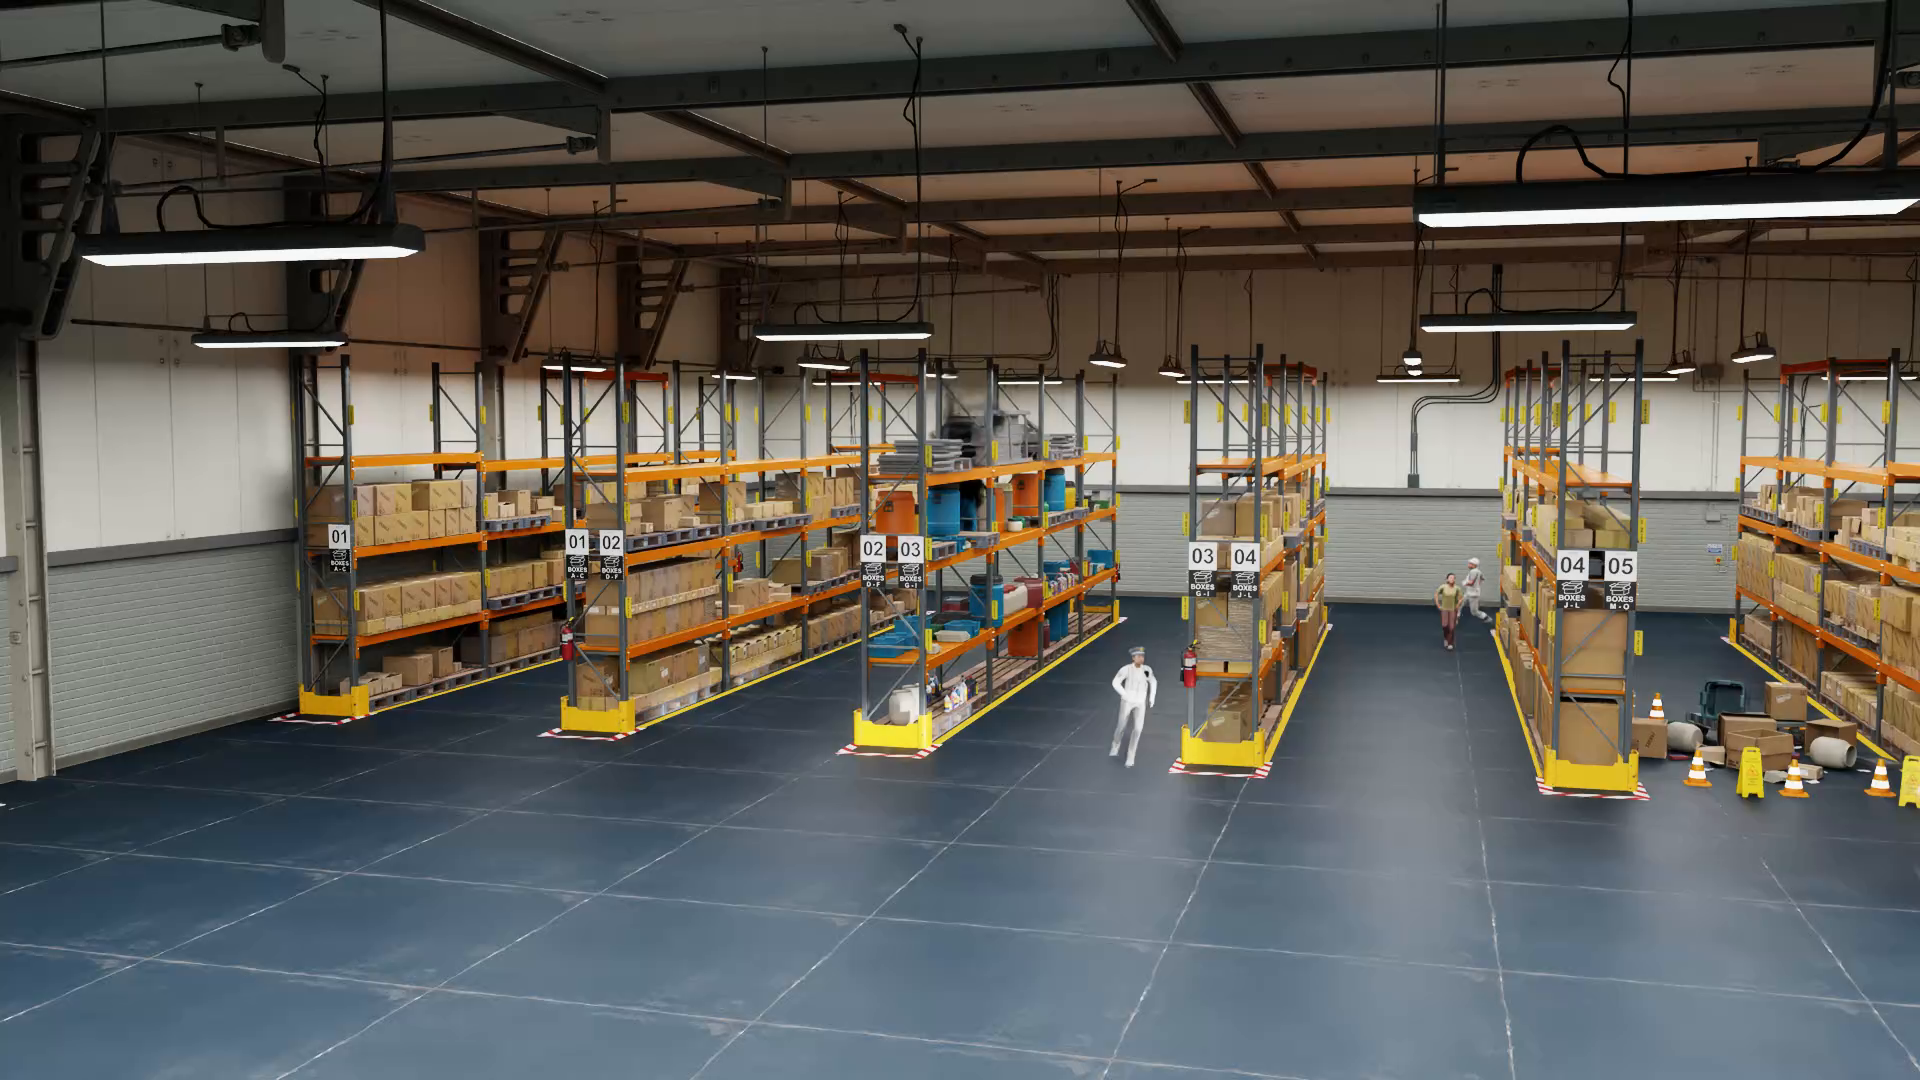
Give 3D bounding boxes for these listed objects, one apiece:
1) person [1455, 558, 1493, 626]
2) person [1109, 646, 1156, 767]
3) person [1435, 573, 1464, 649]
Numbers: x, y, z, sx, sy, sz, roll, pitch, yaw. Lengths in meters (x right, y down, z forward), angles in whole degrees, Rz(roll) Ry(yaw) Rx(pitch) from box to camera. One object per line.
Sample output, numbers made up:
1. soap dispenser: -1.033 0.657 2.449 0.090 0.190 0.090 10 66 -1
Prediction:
1. person: 12.006 1.243 39.115 1.111 1.646 0.746 1 4 7
2. person: 2.516 2.381 23.990 0.678 1.713 0.738 0 4 -3
3. person: 10.456 1.519 35.517 0.588 1.635 0.533 1 4 10
